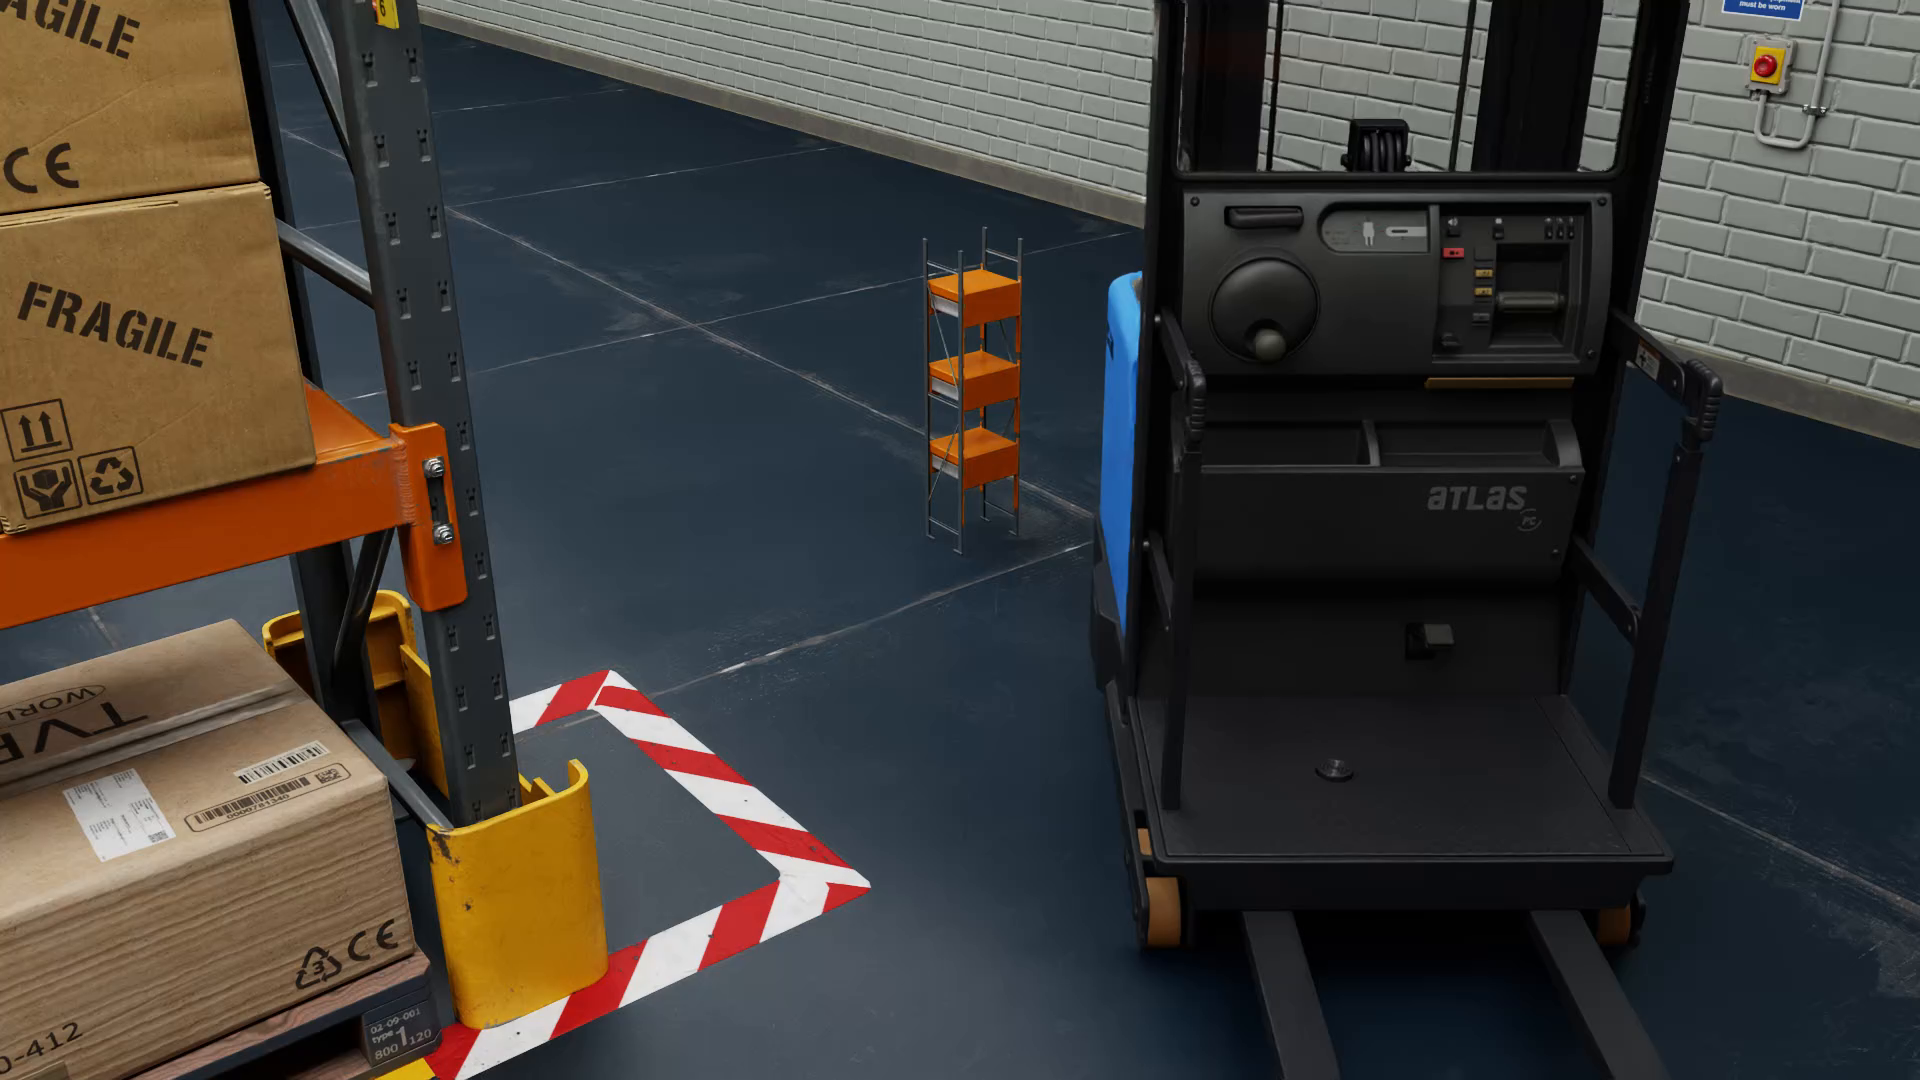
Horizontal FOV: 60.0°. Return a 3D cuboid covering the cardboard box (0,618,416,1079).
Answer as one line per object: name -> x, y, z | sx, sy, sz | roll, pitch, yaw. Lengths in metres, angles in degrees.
cardboard box -> -1.727, 0.631, 3.372 | 0.875, 0.438, 0.875 | -19, 31, -36

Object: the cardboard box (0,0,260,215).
cardboard box -> -1.502, -0.840, 2.690 | 0.500, 0.500, 0.500 | -17, 30, -32

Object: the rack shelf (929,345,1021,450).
rack shelf -> 0.042, -0.481, 5.563 | 0.240, 0.259, 0.215 | -18, 31, -34

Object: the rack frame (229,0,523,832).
rack frame -> -1.269, -0.545, 3.362 | 0.127, 3.000, 1.000 | -18, 31, -34

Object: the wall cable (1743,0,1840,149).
wall cable -> 3.153, -2.493, 6.314 | 0.123, 1.953, 0.585 | -18, 31, -34

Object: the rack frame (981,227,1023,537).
rack frame -> 0.138, -0.522, 5.627 | 0.008, 1.050, 0.200 | -18, 31, -34

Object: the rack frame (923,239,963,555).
rack frame -> -0.054, -0.458, 5.491 | 0.008, 1.050, 0.200 | -18, 31, -34

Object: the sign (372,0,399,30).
sign -> -0.945, -0.995, 2.673 | 0.005, 0.325, 0.100 | -18, 31, -34

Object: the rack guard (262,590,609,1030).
rack guard -> -1.250, 0.582, 3.901 | 0.348, 0.500, 1.175 | -18, 31, -34

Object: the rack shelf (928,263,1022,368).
rack shelf -> 0.042, -0.738, 5.444 | 0.240, 0.259, 0.215 | -18, 31, -34

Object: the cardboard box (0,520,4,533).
cardboard box -> -1.890, -0.252, 2.612 | 0.500, 0.500, 0.500 | -19, 31, -35

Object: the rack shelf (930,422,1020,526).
rack shelf -> 0.042, -0.228, 5.680 | 0.240, 0.259, 0.215 | -18, 31, -34

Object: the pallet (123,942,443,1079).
pallet -> -1.850, 0.953, 3.445 | 1.213, 0.211, 1.003 | -18, 31, -34

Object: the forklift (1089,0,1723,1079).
forklift -> 0.951, -0.537, 3.425 | 1.130, 2.935, 3.031 | 0, 25, 0

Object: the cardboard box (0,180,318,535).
cardboard box -> -1.486, -0.378, 2.882 | 0.500, 0.500, 0.500 | -18, 30, -34

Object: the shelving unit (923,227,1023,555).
shelving unit -> 0.042, -0.490, 5.559 | 0.252, 1.050, 0.215 | -18, 31, -34

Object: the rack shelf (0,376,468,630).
rack shelf -> -2.843, 0.301, 2.394 | 4.000, 0.370, 1.077 | -18, 31, -34

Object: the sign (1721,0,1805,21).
sign -> 3.172, -2.172, 6.546 | 0.001, 0.218, 0.327 | -18, 31, -34
